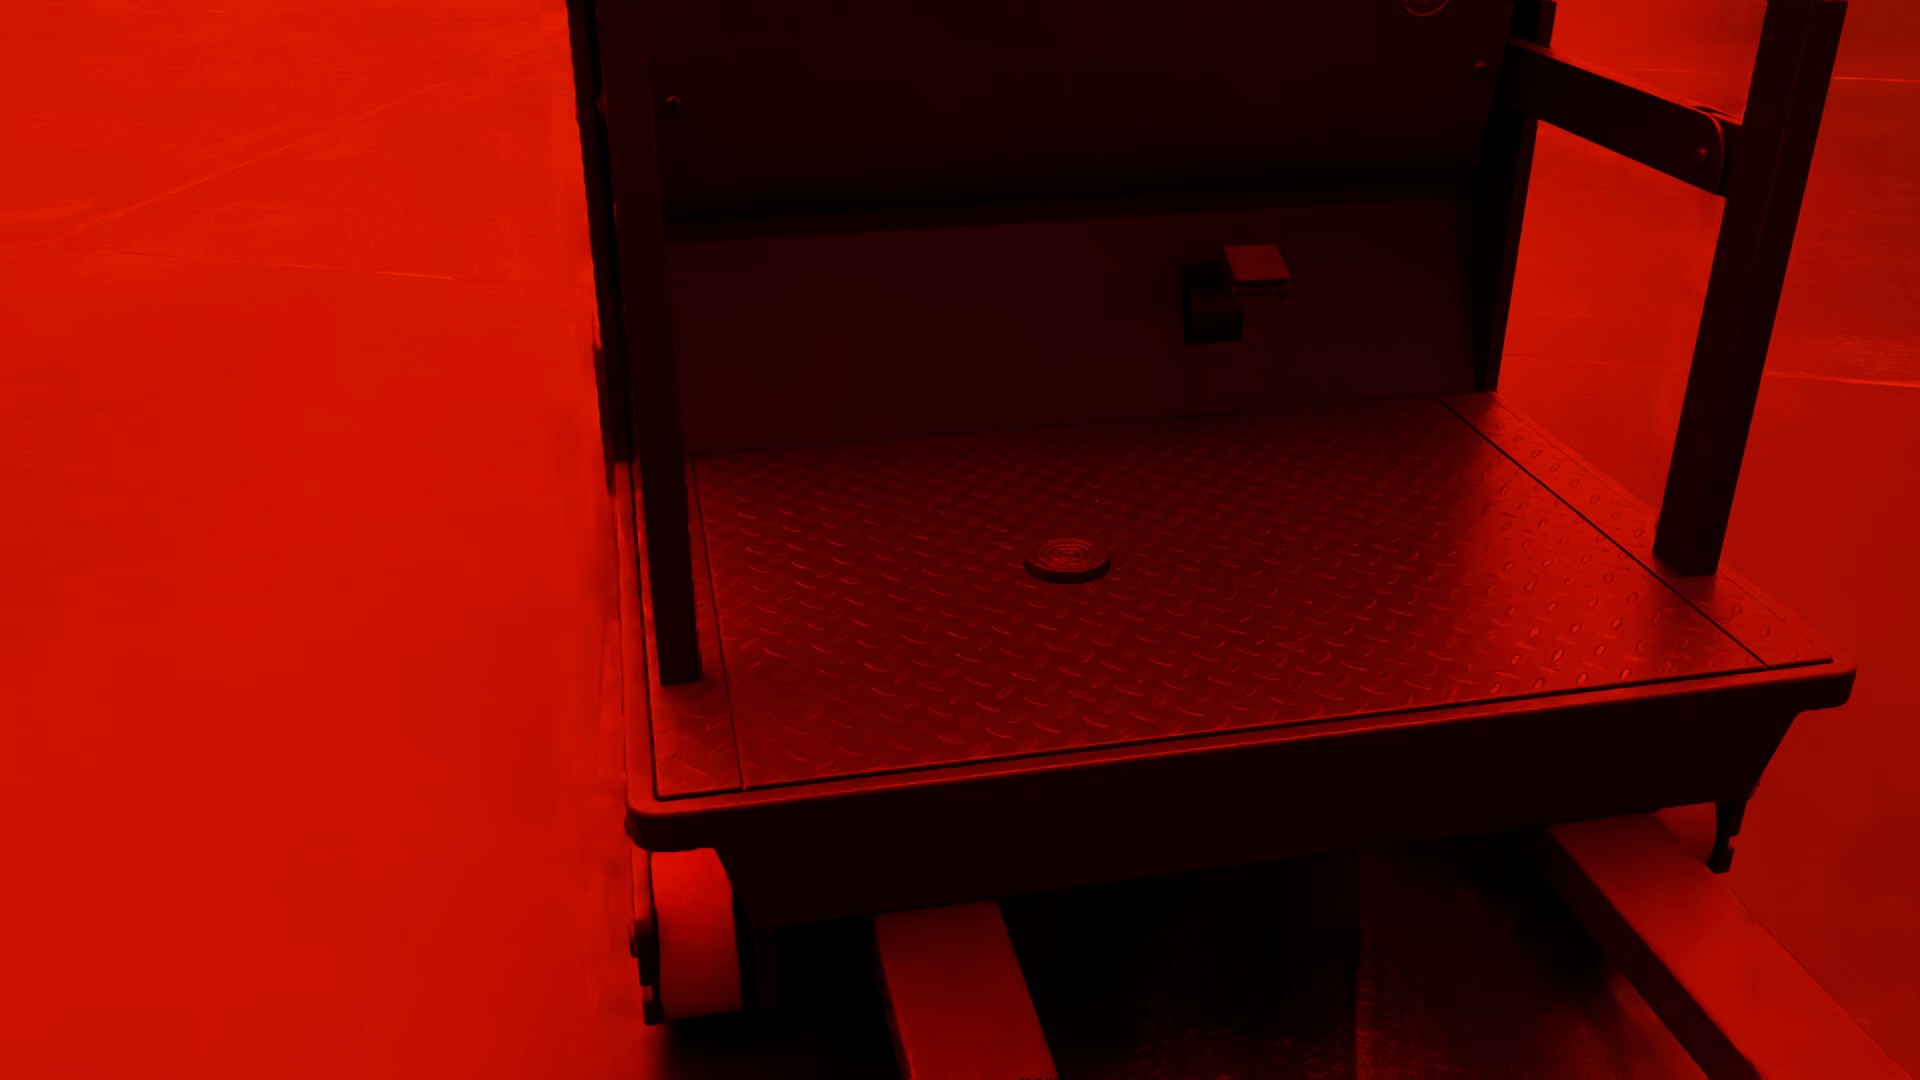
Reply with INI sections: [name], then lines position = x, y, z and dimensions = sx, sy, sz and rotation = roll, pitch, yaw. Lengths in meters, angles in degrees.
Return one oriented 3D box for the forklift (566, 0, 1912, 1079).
[forklift]
position = 0.180, -1.034, 1.296
dimensions = 1.130, 2.935, 3.031
rotation = -5, 27, -10
